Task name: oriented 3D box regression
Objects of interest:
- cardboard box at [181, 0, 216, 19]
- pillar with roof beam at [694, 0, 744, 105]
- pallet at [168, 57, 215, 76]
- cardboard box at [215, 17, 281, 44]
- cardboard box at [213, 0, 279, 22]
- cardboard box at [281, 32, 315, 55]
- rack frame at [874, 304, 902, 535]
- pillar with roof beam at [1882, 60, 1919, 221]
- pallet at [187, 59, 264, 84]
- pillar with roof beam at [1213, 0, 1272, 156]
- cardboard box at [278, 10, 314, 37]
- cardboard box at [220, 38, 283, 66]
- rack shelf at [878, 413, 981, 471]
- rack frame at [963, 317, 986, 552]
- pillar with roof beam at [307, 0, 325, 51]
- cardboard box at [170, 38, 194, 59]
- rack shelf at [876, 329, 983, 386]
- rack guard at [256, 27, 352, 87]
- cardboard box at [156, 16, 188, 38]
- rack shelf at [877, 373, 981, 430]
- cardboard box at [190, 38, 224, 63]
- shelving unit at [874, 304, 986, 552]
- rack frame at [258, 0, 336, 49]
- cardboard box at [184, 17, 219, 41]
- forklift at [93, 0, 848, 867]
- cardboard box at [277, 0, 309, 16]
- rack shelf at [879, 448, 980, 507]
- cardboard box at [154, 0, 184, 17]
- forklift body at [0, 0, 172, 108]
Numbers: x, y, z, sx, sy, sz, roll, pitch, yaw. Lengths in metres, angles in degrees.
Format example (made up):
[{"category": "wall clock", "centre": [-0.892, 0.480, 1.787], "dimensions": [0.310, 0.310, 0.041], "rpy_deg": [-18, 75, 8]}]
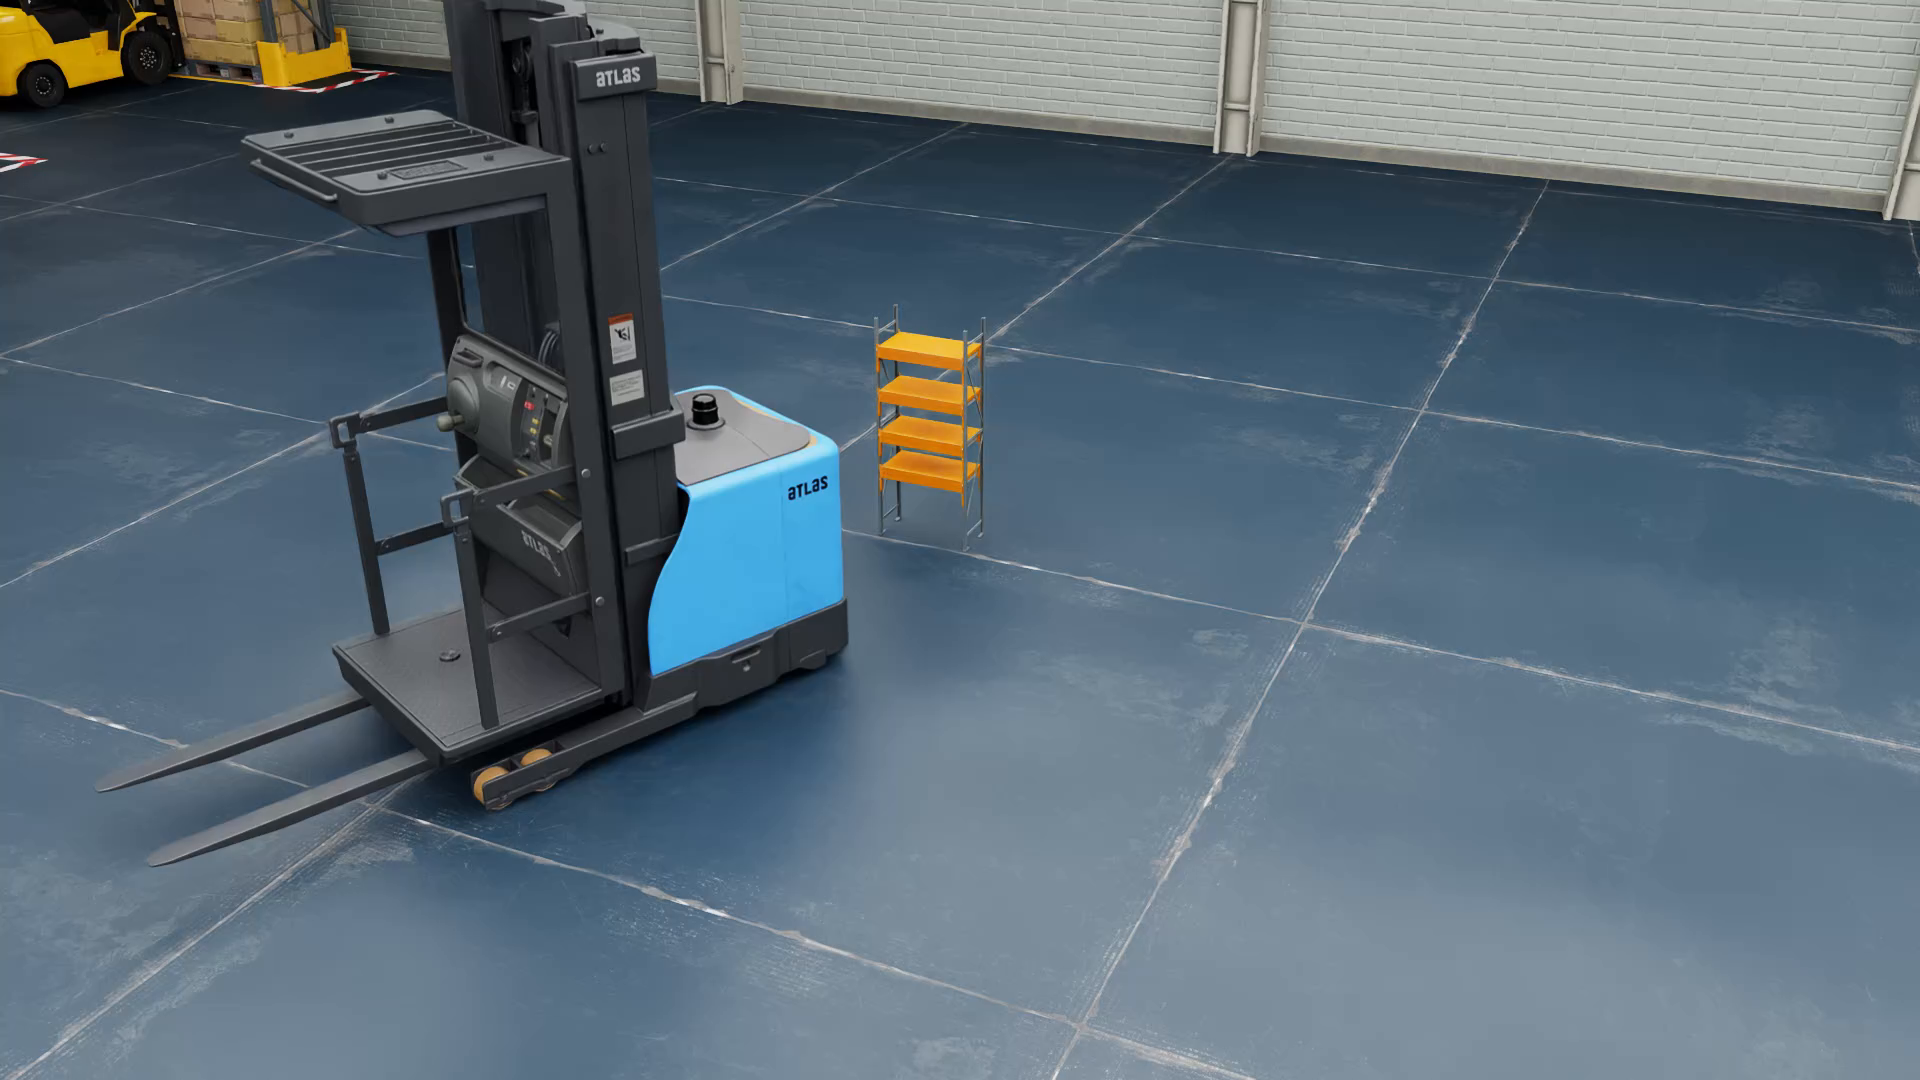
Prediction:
[{"category": "cardboard box", "centre": [-8.911, -6.397, 19.853], "dimensions": [0.500, 0.250, 0.500], "rpy_deg": [12, 29, 23]}, {"category": "pillar with roof beam", "centre": [-4.476, -7.297, 13.384], "dimensions": [0.400, 9.000, 9.100], "rpy_deg": [11, 28, 22]}, {"category": "pallet", "centre": [-9.715, -6.040, 20.778], "dimensions": [1.213, 0.211, 1.003], "rpy_deg": [11, 28, 22]}, {"category": "cardboard box", "centre": [-8.468, -6.086, 19.788], "dimensions": [0.500, 0.250, 0.500], "rpy_deg": [11, 28, 21]}, {"category": "cardboard box", "centre": [-8.443, -6.306, 19.668], "dimensions": [0.500, 0.250, 0.500], "rpy_deg": [12, 29, 24]}, {"category": "cardboard box", "centre": [-8.261, -6.067, 20.315], "dimensions": [0.500, 0.250, 0.500], "rpy_deg": [11, 28, 22]}, {"category": "rack frame", "centre": [-0.373, -0.613, 8.637], "dimensions": [0.015, 1.200, 0.240], "rpy_deg": [11, 28, 22]}, {"category": "pillar with roof beam", "centre": [6.448, -5.103, 8.927], "dimensions": [0.400, 9.000, 9.100], "rpy_deg": [11, 28, 22]}, {"category": "pallet", "centre": [-8.609, -5.816, 20.324], "dimensions": [1.213, 0.211, 1.003], "rpy_deg": [11, 28, 22]}, {"category": "pillar with roof beam", "centre": [0.986, -6.200, 11.155], "dimensions": [0.400, 9.000, 9.100], "rpy_deg": [11, 28, 22]}, {"category": "cardboard box", "centre": [-8.237, -6.293, 20.206], "dimensions": [0.500, 0.250, 0.500], "rpy_deg": [12, 29, 23]}, {"category": "cardboard box", "centre": [-8.454, -5.858, 19.889], "dimensions": [0.500, 0.250, 0.500], "rpy_deg": [12, 28, 22]}, {"category": "rack shelf", "centre": [-0.151, -0.508, 8.576], "dimensions": [0.480, 0.148, 0.258], "rpy_deg": [11, 28, 22]}, {"category": "rack frame", "centre": [0.071, -0.524, 8.456], "dimensions": [0.015, 1.200, 0.240], "rpy_deg": [11, 28, 22]}, {"category": "pillar with roof beam", "centre": [-9.938, -8.394, 15.612], "dimensions": [0.400, 9.000, 9.100], "rpy_deg": [11, 28, 22]}, {"category": "cardboard box", "centre": [-9.354, -6.047, 20.275], "dimensions": [0.500, 0.250, 0.500], "rpy_deg": [12, 29, 22]}, {"category": "rack shelf", "centre": [-0.151, -0.921, 8.373], "dimensions": [0.480, 0.148, 0.258], "rpy_deg": [11, 28, 22]}, {"category": "rack guard", "centre": [-7.873, -5.818, 20.001], "dimensions": [0.348, 0.500, 1.175], "rpy_deg": [11, 28, 22]}, {"category": "cardboard box", "centre": [-9.398, -6.268, 20.157], "dimensions": [0.500, 0.250, 0.500], "rpy_deg": [11, 28, 21]}, {"category": "rack shelf", "centre": [-0.151, -0.709, 8.477], "dimensions": [0.480, 0.148, 0.258], "rpy_deg": [11, 28, 22]}, {"category": "cardboard box", "centre": [-8.902, -5.952, 20.082], "dimensions": [0.500, 0.250, 0.500], "rpy_deg": [11, 28, 22]}, {"category": "shelving unit", "centre": [-0.151, -0.569, 8.546], "dimensions": [0.503, 1.200, 0.258], "rpy_deg": [11, 28, 22]}, {"category": "rack frame", "centre": [-7.895, -6.944, 19.458], "dimensions": [0.127, 3.000, 1.000], "rpy_deg": [11, 28, 22]}, {"category": "cardboard box", "centre": [-8.920, -6.182, 19.983], "dimensions": [0.500, 0.250, 0.500], "rpy_deg": [11, 28, 21]}, {"category": "forklift", "centre": [-1.952, -0.509, 6.465], "dimensions": [3.031, 2.935, 1.130], "rpy_deg": [-21, 33, -36]}, {"category": "cardboard box", "centre": [-8.254, -6.511, 20.085], "dimensions": [0.500, 0.250, 0.500], "rpy_deg": [11, 28, 21]}, {"category": "rack shelf", "centre": [-0.151, -0.330, 8.664], "dimensions": [0.480, 0.148, 0.258], "rpy_deg": [11, 28, 22]}, {"category": "cardboard box", "centre": [-9.374, -6.485, 20.032], "dimensions": [0.500, 0.250, 0.500], "rpy_deg": [12, 29, 22]}, {"category": "forklift body", "centre": [-10.377, -6.176, 18.860], "dimensions": [1.214, 2.155, 2.313], "rpy_deg": [11, 28, 22]}]
